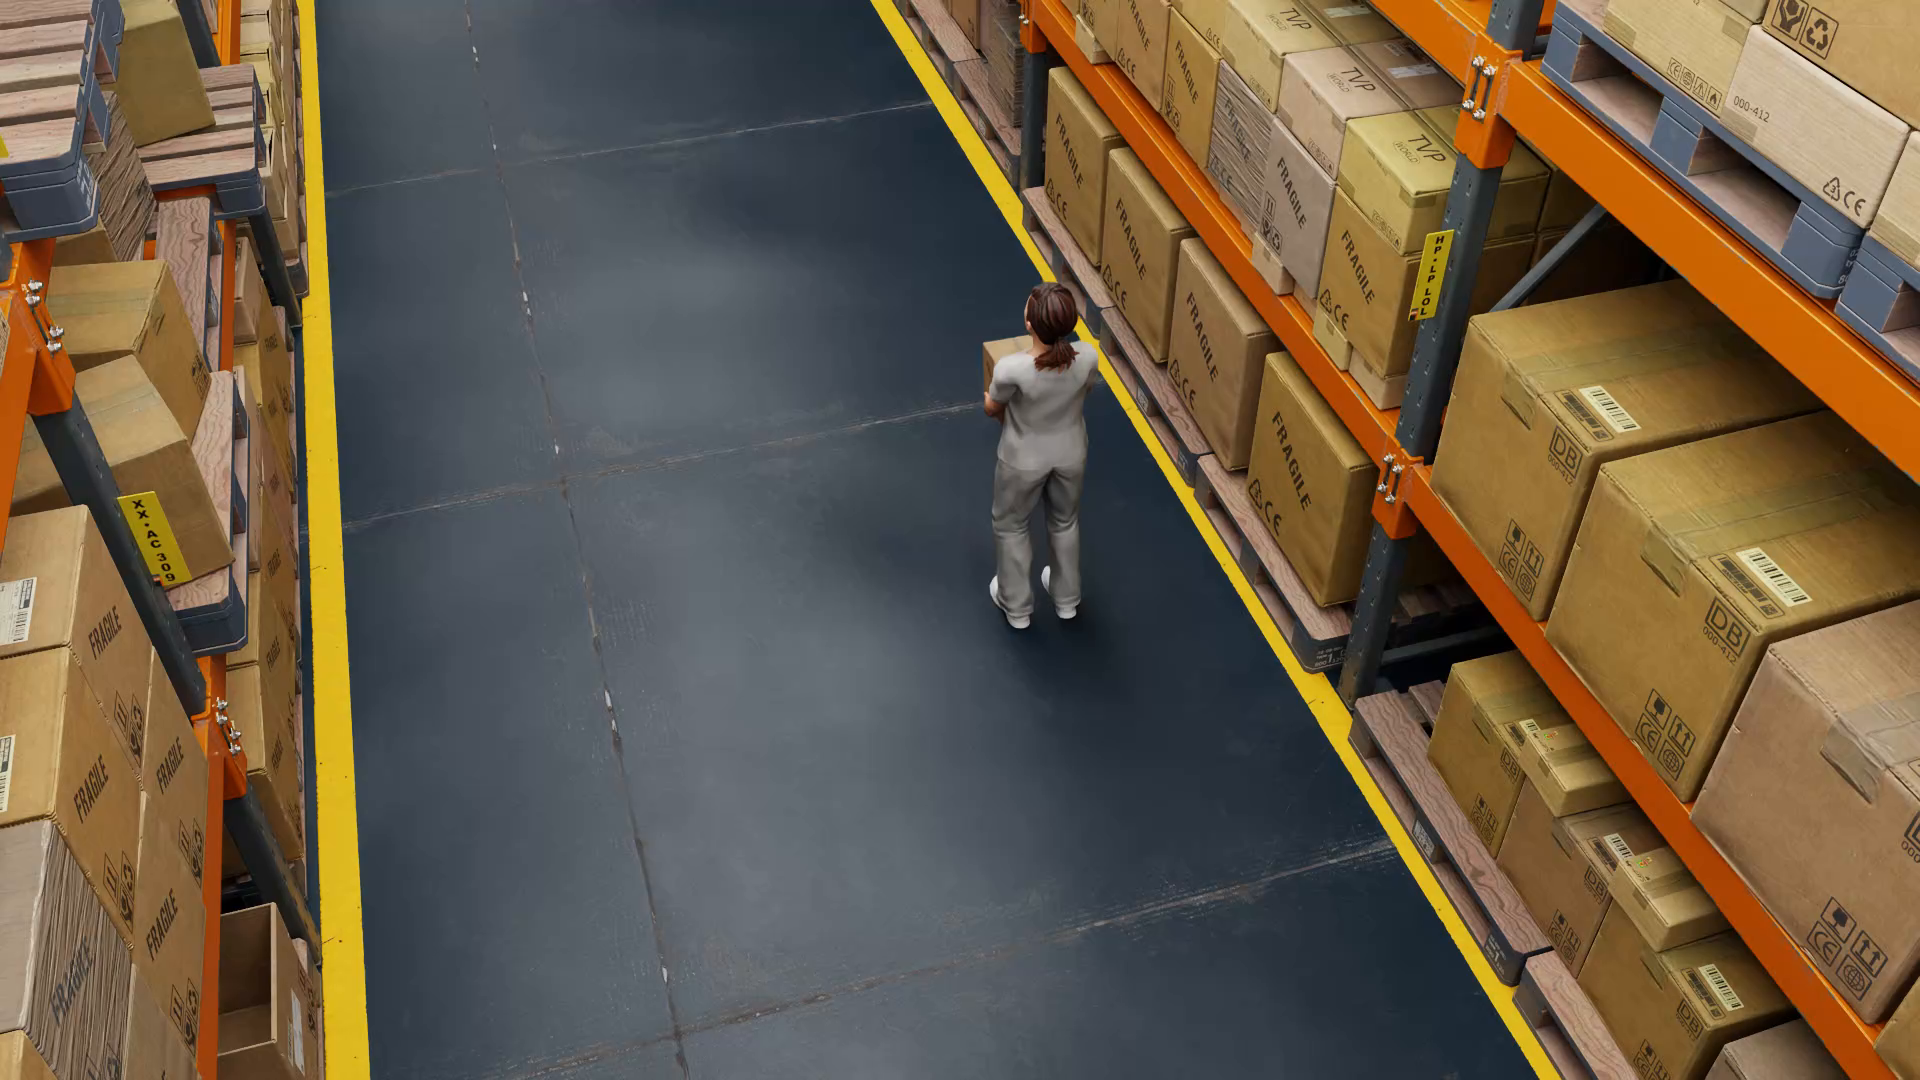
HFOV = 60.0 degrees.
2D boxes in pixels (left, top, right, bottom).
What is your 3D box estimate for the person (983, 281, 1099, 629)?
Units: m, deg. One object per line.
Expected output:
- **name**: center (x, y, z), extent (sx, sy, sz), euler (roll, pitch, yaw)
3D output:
- **person**: center (0.302, -0.370, 6.577), extent (0.436, 1.664, 0.558), euler (-11, 44, -12)
